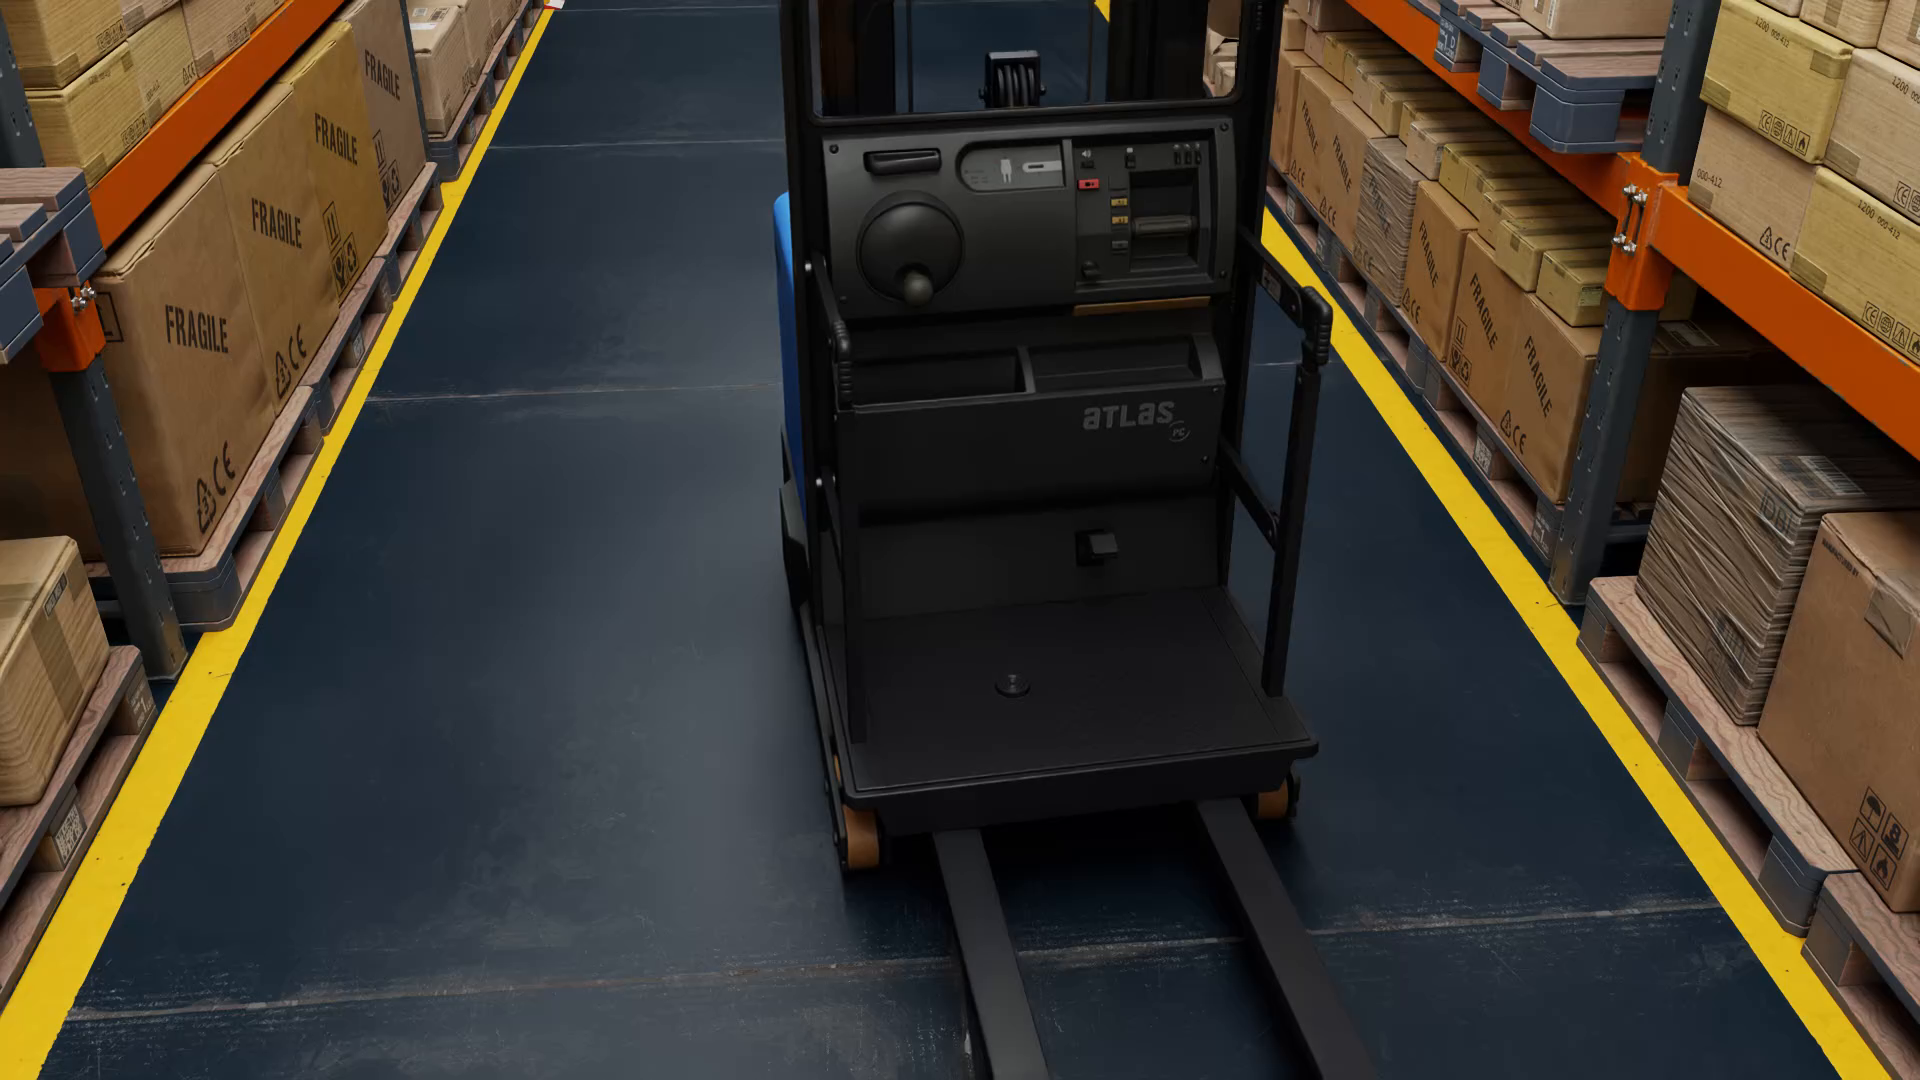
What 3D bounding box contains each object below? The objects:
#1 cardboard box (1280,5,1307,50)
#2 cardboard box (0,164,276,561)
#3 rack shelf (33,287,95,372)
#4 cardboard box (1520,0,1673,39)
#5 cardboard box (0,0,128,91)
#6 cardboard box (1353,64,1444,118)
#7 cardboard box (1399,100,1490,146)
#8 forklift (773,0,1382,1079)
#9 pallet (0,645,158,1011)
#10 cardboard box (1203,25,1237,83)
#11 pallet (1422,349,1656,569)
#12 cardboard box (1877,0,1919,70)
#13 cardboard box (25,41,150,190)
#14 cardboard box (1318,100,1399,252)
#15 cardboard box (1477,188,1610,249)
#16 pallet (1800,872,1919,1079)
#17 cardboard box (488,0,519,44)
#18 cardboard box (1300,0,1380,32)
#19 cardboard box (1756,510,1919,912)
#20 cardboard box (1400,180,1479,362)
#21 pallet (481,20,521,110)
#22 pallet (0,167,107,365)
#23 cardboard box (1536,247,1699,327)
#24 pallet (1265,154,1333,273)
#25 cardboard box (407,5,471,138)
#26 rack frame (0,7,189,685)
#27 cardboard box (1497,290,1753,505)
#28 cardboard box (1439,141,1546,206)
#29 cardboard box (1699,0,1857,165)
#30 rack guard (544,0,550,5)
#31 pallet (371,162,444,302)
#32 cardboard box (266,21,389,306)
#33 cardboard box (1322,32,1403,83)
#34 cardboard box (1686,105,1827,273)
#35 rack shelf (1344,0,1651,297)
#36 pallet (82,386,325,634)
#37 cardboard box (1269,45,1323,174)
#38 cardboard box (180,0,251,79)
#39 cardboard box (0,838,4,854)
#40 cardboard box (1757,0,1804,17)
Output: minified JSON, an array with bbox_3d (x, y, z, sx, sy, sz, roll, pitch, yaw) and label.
[{"bbox_3d":[1.669,-2.373,7.693,0.380,0.149,0.250,-1,31,-2],"label":"cardboard box"},{"bbox_3d":[-2.650,-0.526,4.868,0.875,0.875,0.875,-3,31,-5],"label":"cardboard box"},{"bbox_3d":[-2.481,0.429,2.308,1.077,0.370,4.000,-3,31,-5],"label":"rack shelf"},{"bbox_3d":[1.830,-1.530,4.722,0.380,0.149,0.250,-2,31,-4],"label":"cardboard box"},{"bbox_3d":[-2.469,-1.322,4.197,0.500,0.250,0.500,-3,31,-5],"label":"cardboard box"},{"bbox_3d":[1.832,-1.836,6.794,0.380,0.149,0.250,-3,31,-5],"label":"cardboard box"},{"bbox_3d":[1.907,-1.573,6.353,0.380,0.149,0.250,-3,31,-4],"label":"cardboard box"},{"bbox_3d":[0.204,-0.679,3.529,1.130,2.935,3.031,-5,31,-9],"label":"forklift"},{"bbox_3d":[-2.596,0.695,3.880,1.003,0.211,1.213,-3,31,-5],"label":"pallet"},{"bbox_3d":[1.522,-2.642,9.005,0.396,0.266,0.258,-2,31,-3],"label":"cardboard box"},{"bbox_3d":[2.242,-0.327,5.591,1.003,0.211,1.213,-3,31,-5],"label":"pallet"},{"bbox_3d":[2.086,-1.019,3.301,0.380,0.149,0.250,-2,31,-3],"label":"cardboard box"},{"bbox_3d":[-2.463,-1.099,4.310,0.500,0.250,0.500,-3,31,-5],"label":"cardboard box"},{"bbox_3d":[1.823,-1.506,6.874,0.500,0.500,0.500,-4,31,-6],"label":"cardboard box"},{"bbox_3d":[1.938,-1.041,5.463,0.380,0.149,0.250,-4,31,-6],"label":"cardboard box"},{"bbox_3d":[2.423,1.100,3.203,1.003,0.211,1.213,-3,31,-5],"label":"pallet"},{"bbox_3d":[-3.160,-3.267,9.883,0.875,0.438,0.875,-2,31,-3],"label":"cardboard box"},{"bbox_3d":[1.741,-2.370,7.398,0.380,0.149,0.250,-4,31,-7],"label":"cardboard box"},{"bbox_3d":[2.387,0.351,3.644,0.875,0.625,0.625,-2,31,-3],"label":"cardboard box"},{"bbox_3d":[1.932,-0.977,5.988,0.500,0.500,0.500,-1,31,-2],"label":"cardboard box"},{"bbox_3d":[-3.152,-2.762,9.669,1.003,0.211,1.213,-3,31,-5],"label":"pallet"},{"bbox_3d":[-2.495,-0.460,3.282,1.213,0.211,1.003,-3,31,-5],"label":"pallet"},{"bbox_3d":[1.975,-0.766,5.003,0.380,0.149,0.250,-4,31,-7],"label":"cardboard box"},{"bbox_3d":[2.014,-1.572,7.677,1.003,0.211,1.213,-3,31,-5],"label":"pallet"},{"bbox_3d":[-2.993,-2.349,8.347,0.875,0.438,0.875,-3,31,-5],"label":"cardboard box"},{"bbox_3d":[-2.668,-0.901,3.833,1.000,3.000,0.127,-3,31,-5],"label":"rack frame"},{"bbox_3d":[2.020,-0.453,5.112,0.500,0.500,0.500,-2,31,-3],"label":"cardboard box"},{"bbox_3d":[1.935,-1.305,5.905,0.380,0.149,0.250,-3,31,-5],"label":"cardboard box"},{"bbox_3d":[2.047,-1.052,3.744,0.500,0.250,0.500,-3,31,-5],"label":"cardboard box"},{"bbox_3d":[-3.418,-3.925,11.333,1.175,0.500,0.348,-3,31,-5],"label":"rack guard"},{"bbox_3d":[-2.895,-1.356,7.314,1.003,0.211,1.213,-3,31,-5],"label":"pallet"},{"bbox_3d":[-2.812,-1.438,6.394,0.875,0.875,0.875,-2,31,-3],"label":"cardboard box"},{"bbox_3d":[1.807,-2.104,7.244,0.380,0.149,0.250,-4,31,-7],"label":"cardboard box"},{"bbox_3d":[2.072,-0.838,3.874,0.500,0.250,0.500,-3,31,-4],"label":"cardboard box"},{"bbox_3d":[2.087,-1.853,6.129,1.077,0.370,4.000,-3,31,-5],"label":"rack shelf"},{"bbox_3d":[-2.667,-0.110,5.228,1.003,0.211,1.213,-3,31,-5],"label":"pallet"},{"bbox_3d":[1.721,-2.032,7.755,0.500,0.500,0.500,-1,31,-2],"label":"cardboard box"},{"bbox_3d":[-2.572,-1.628,5.197,0.500,0.250,0.500,-2,31,-3],"label":"cardboard box"},{"bbox_3d":[-2.548,0.712,3.286,0.950,0.372,0.625,-3,31,-6],"label":"cardboard box"},{"bbox_3d":[2.010,-1.285,3.747,0.380,0.149,0.250,-2,31,-3],"label":"cardboard box"}]
